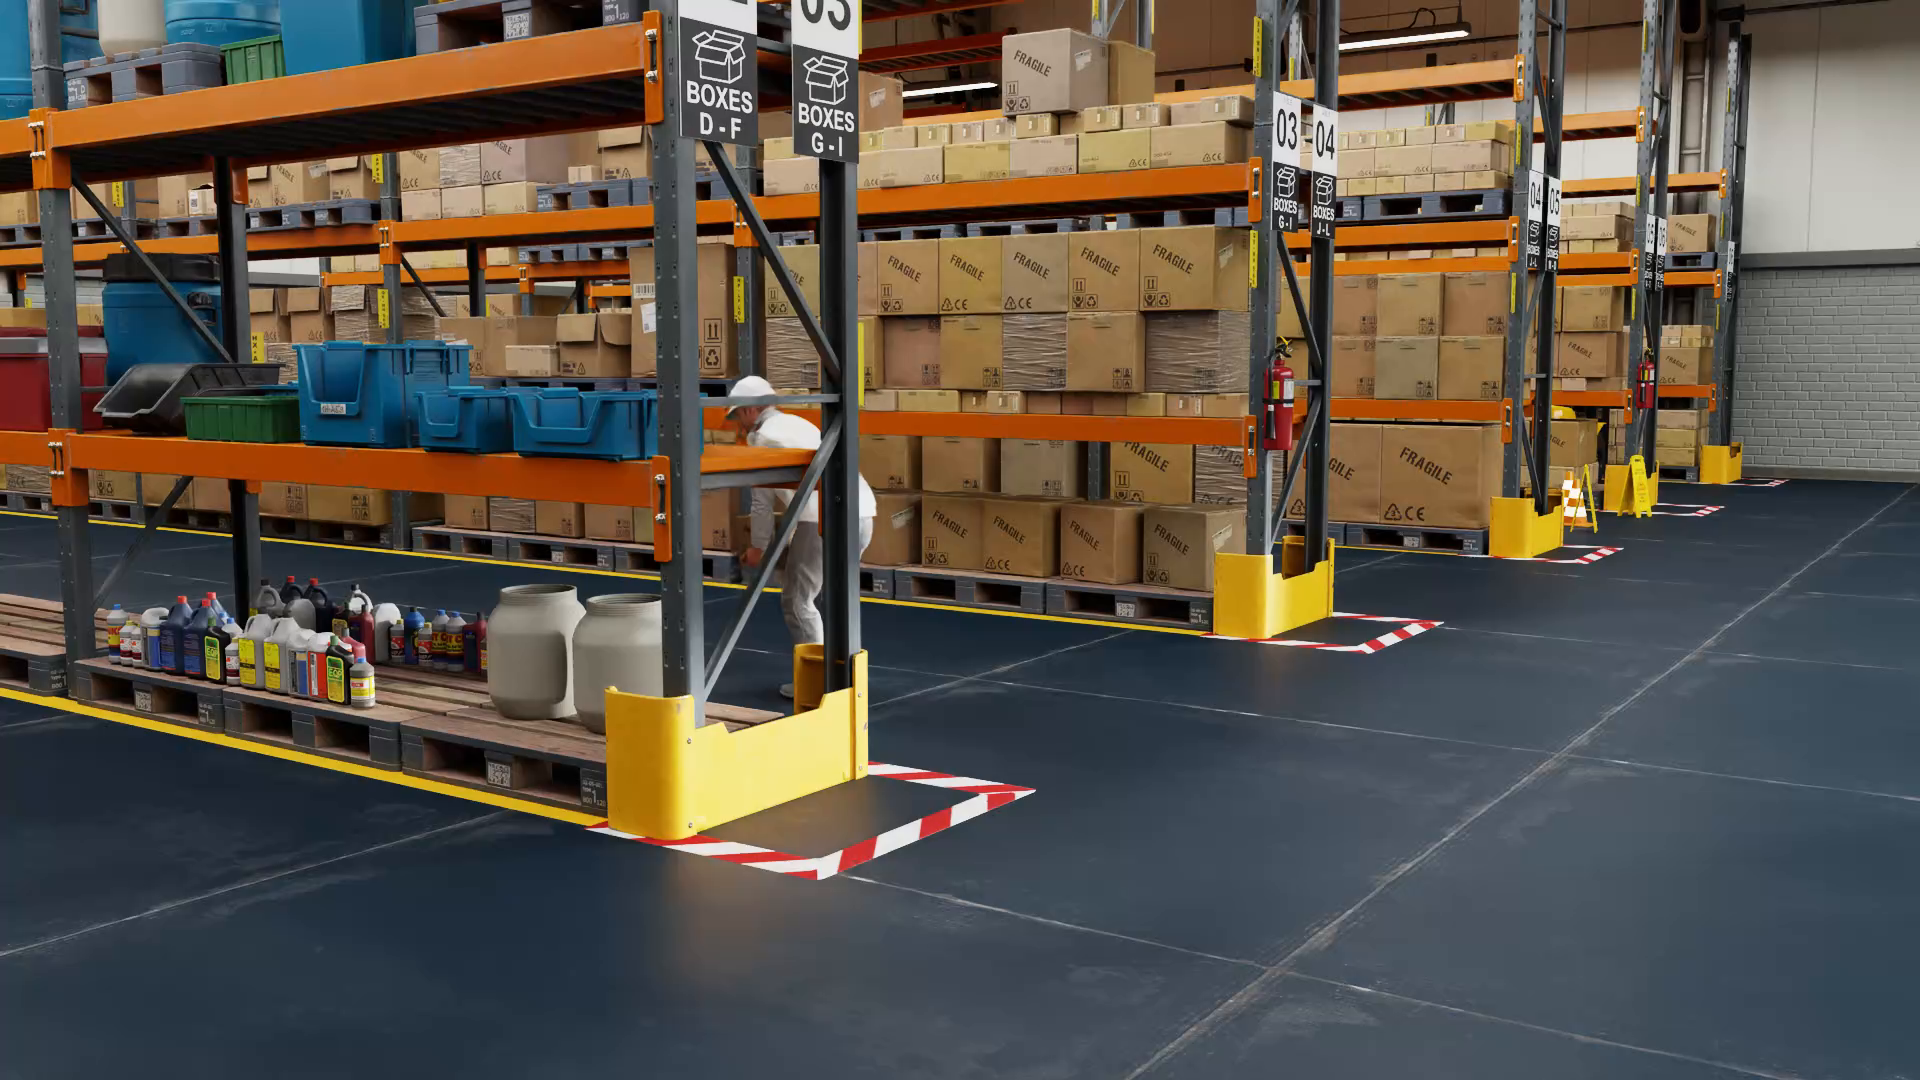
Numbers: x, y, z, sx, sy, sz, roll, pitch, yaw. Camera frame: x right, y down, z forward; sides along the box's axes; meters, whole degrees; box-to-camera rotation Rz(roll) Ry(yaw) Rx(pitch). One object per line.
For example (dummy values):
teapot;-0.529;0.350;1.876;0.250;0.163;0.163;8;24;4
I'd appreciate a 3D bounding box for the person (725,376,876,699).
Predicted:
person;-0.815;-0.023;8.276;0.803;1.579;0.473;4;7;32
